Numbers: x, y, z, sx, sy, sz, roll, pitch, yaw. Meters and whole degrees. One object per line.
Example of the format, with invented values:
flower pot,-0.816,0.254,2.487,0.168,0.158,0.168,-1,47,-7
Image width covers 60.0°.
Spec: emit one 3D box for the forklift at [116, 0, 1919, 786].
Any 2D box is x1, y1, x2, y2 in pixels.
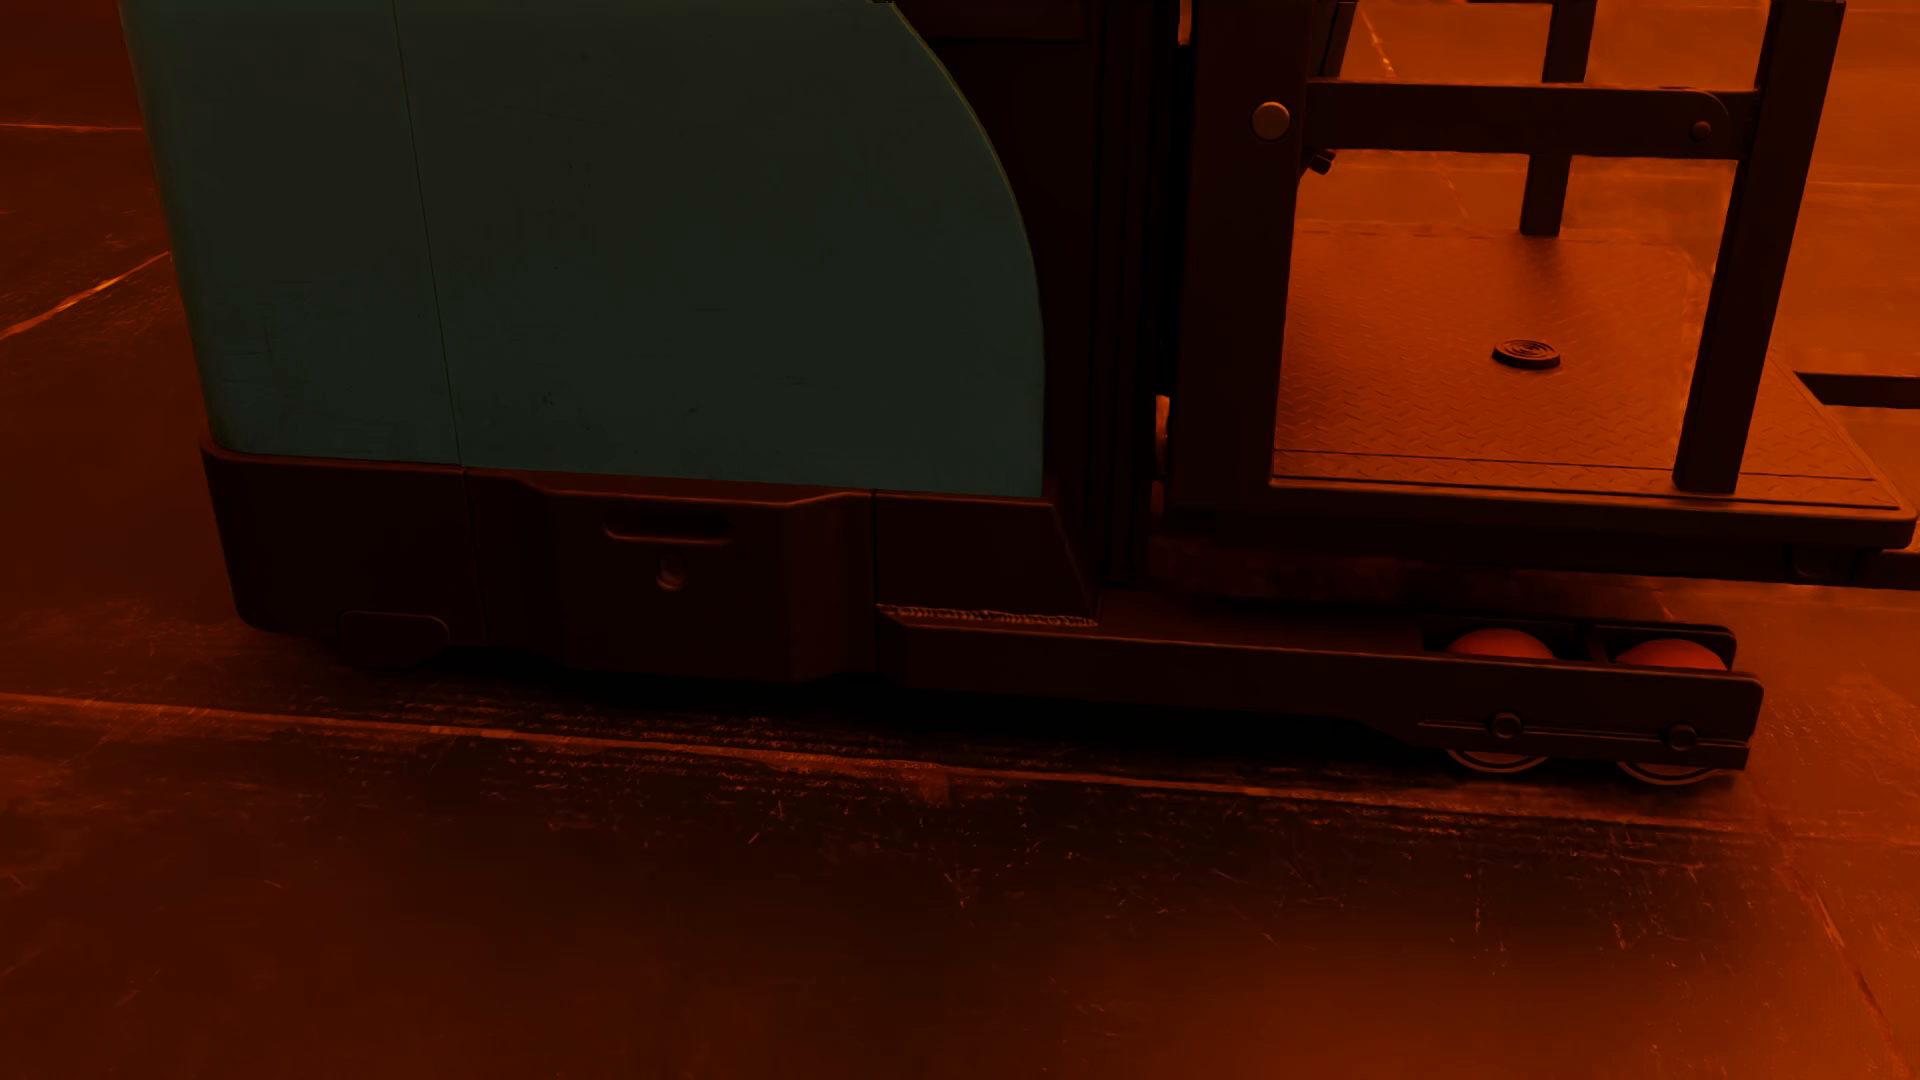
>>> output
forklift,0.608,-1.280,1.782,3.031,2.935,1.130,3,27,7
